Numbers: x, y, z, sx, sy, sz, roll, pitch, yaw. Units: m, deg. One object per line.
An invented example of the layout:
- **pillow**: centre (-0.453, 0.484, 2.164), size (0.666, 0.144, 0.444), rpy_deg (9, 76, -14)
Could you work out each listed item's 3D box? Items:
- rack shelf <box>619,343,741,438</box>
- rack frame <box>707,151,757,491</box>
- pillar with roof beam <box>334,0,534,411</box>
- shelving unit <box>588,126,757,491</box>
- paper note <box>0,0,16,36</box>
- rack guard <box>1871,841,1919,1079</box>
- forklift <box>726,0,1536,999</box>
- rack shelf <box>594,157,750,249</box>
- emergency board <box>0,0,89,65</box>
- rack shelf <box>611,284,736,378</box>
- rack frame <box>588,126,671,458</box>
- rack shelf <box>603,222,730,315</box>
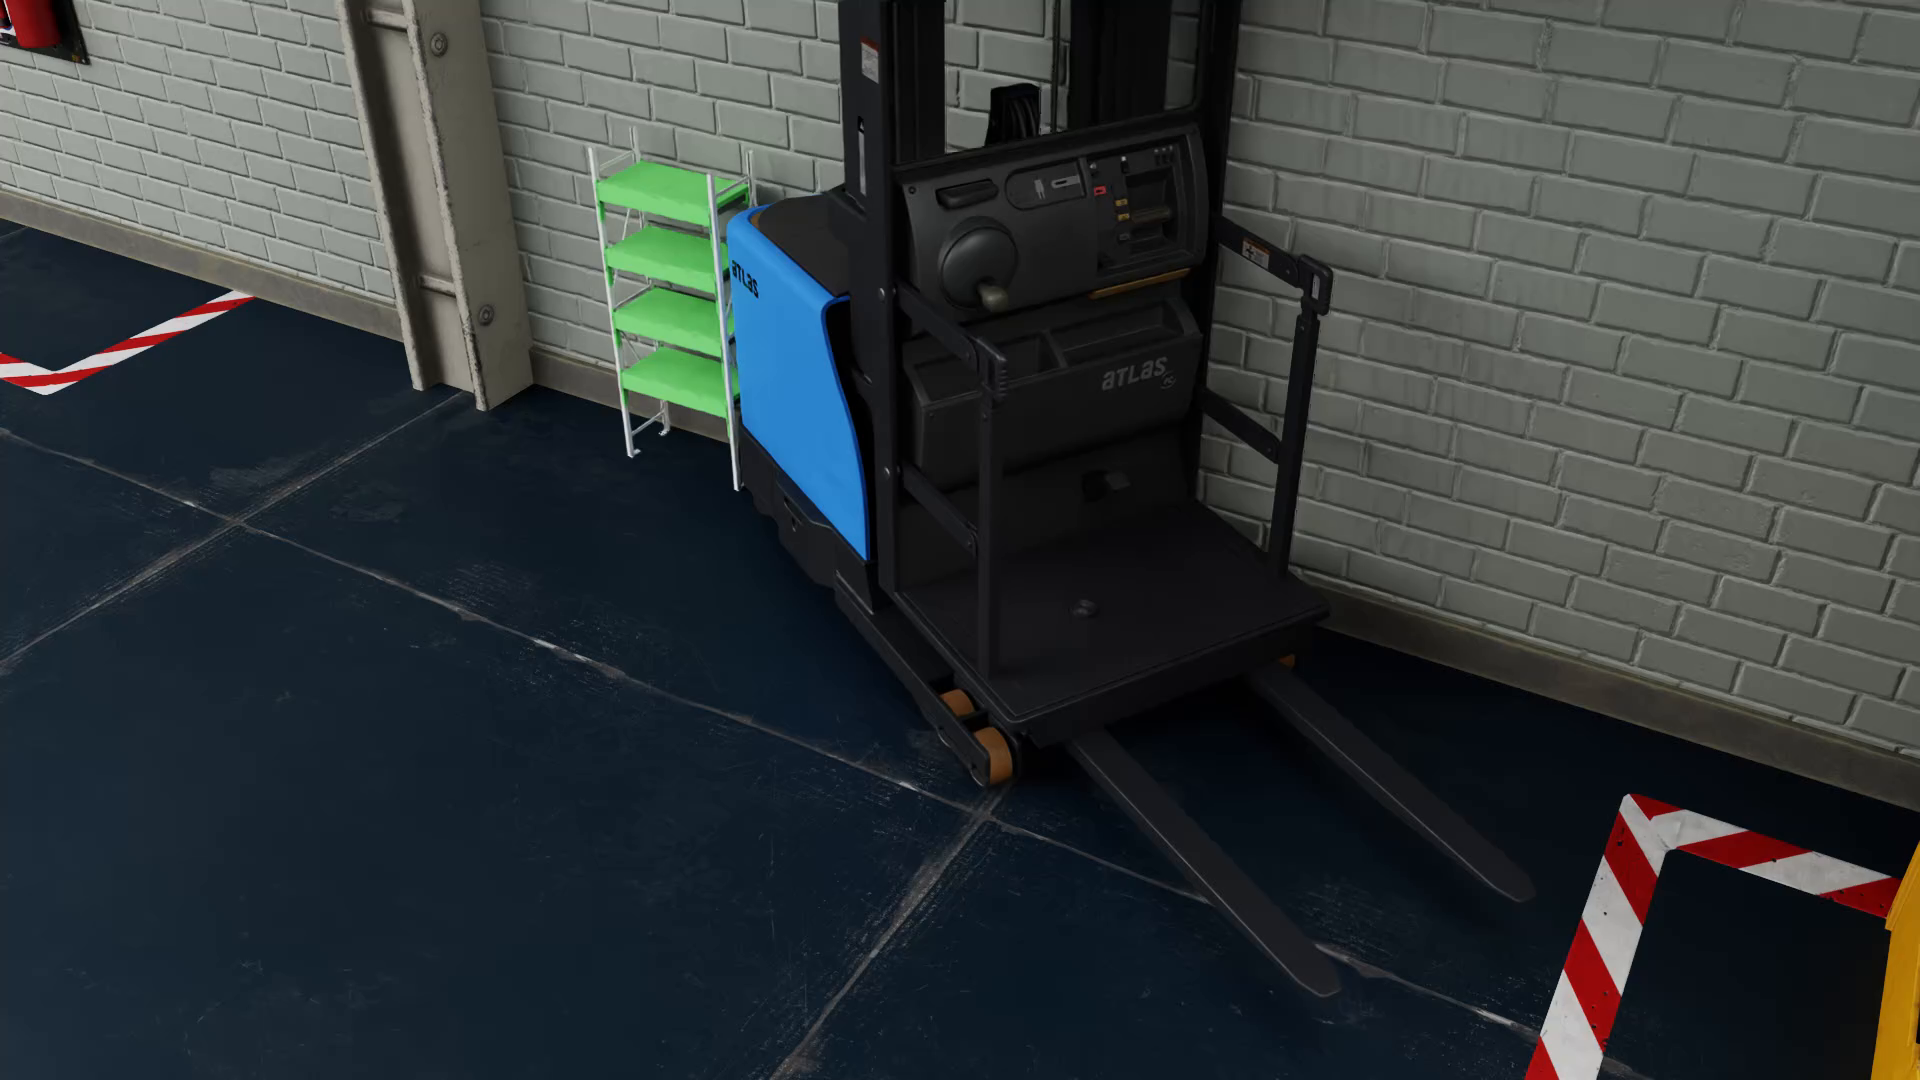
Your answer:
- **rack shelf**: centre (-0.964, -0.548, 6.038), size (0.480, 0.148, 0.258), rpy_deg (17, 37, 24)
- **rack frame**: centre (-0.751, -0.735, 5.771), size (0.015, 1.200, 0.240), rpy_deg (17, 37, 24)
- **pillar with roof beam**: centre (-4.084, -2.304, 1.092), size (0.400, 9.000, 9.100), rpy_deg (18, 37, 24)
- **shelving unit**: centre (-0.964, -0.801, 5.870), size (0.503, 1.200, 0.258), rpy_deg (17, 37, 24)
- **paper note**: centre (-4.194, -2.292, 7.281), size (0.142, 0.148, 0.016), rpy_deg (18, 37, 24)
- **rack guard**: centre (2.290, 1.056, 3.713), size (0.348, 0.500, 1.175), rpy_deg (18, 37, 24)
- **forklift**: centre (0.379, -0.814, 4.328), size (1.130, 2.935, 3.031), rpy_deg (-17, 37, -24)
- **rack shelf**: centre (-0.964, -1.147, 5.639), size (0.480, 0.148, 0.258), rpy_deg (17, 37, 24)
- **emergency board**: centre (-4.075, -2.577, 6.914), size (0.643, 1.169, 0.194), rpy_deg (18, 37, 24)
- **rack shelf**: centre (-0.964, -0.748, 5.905), size (0.480, 0.148, 0.258), rpy_deg (17, 37, 24)
- **rack frame**: centre (-1.177, -0.867, 5.969), size (0.015, 1.200, 0.240), rpy_deg (17, 37, 24)
- **rack shelf**: centre (-0.964, -0.947, 5.772), size (0.480, 0.148, 0.258), rpy_deg (17, 37, 24)
